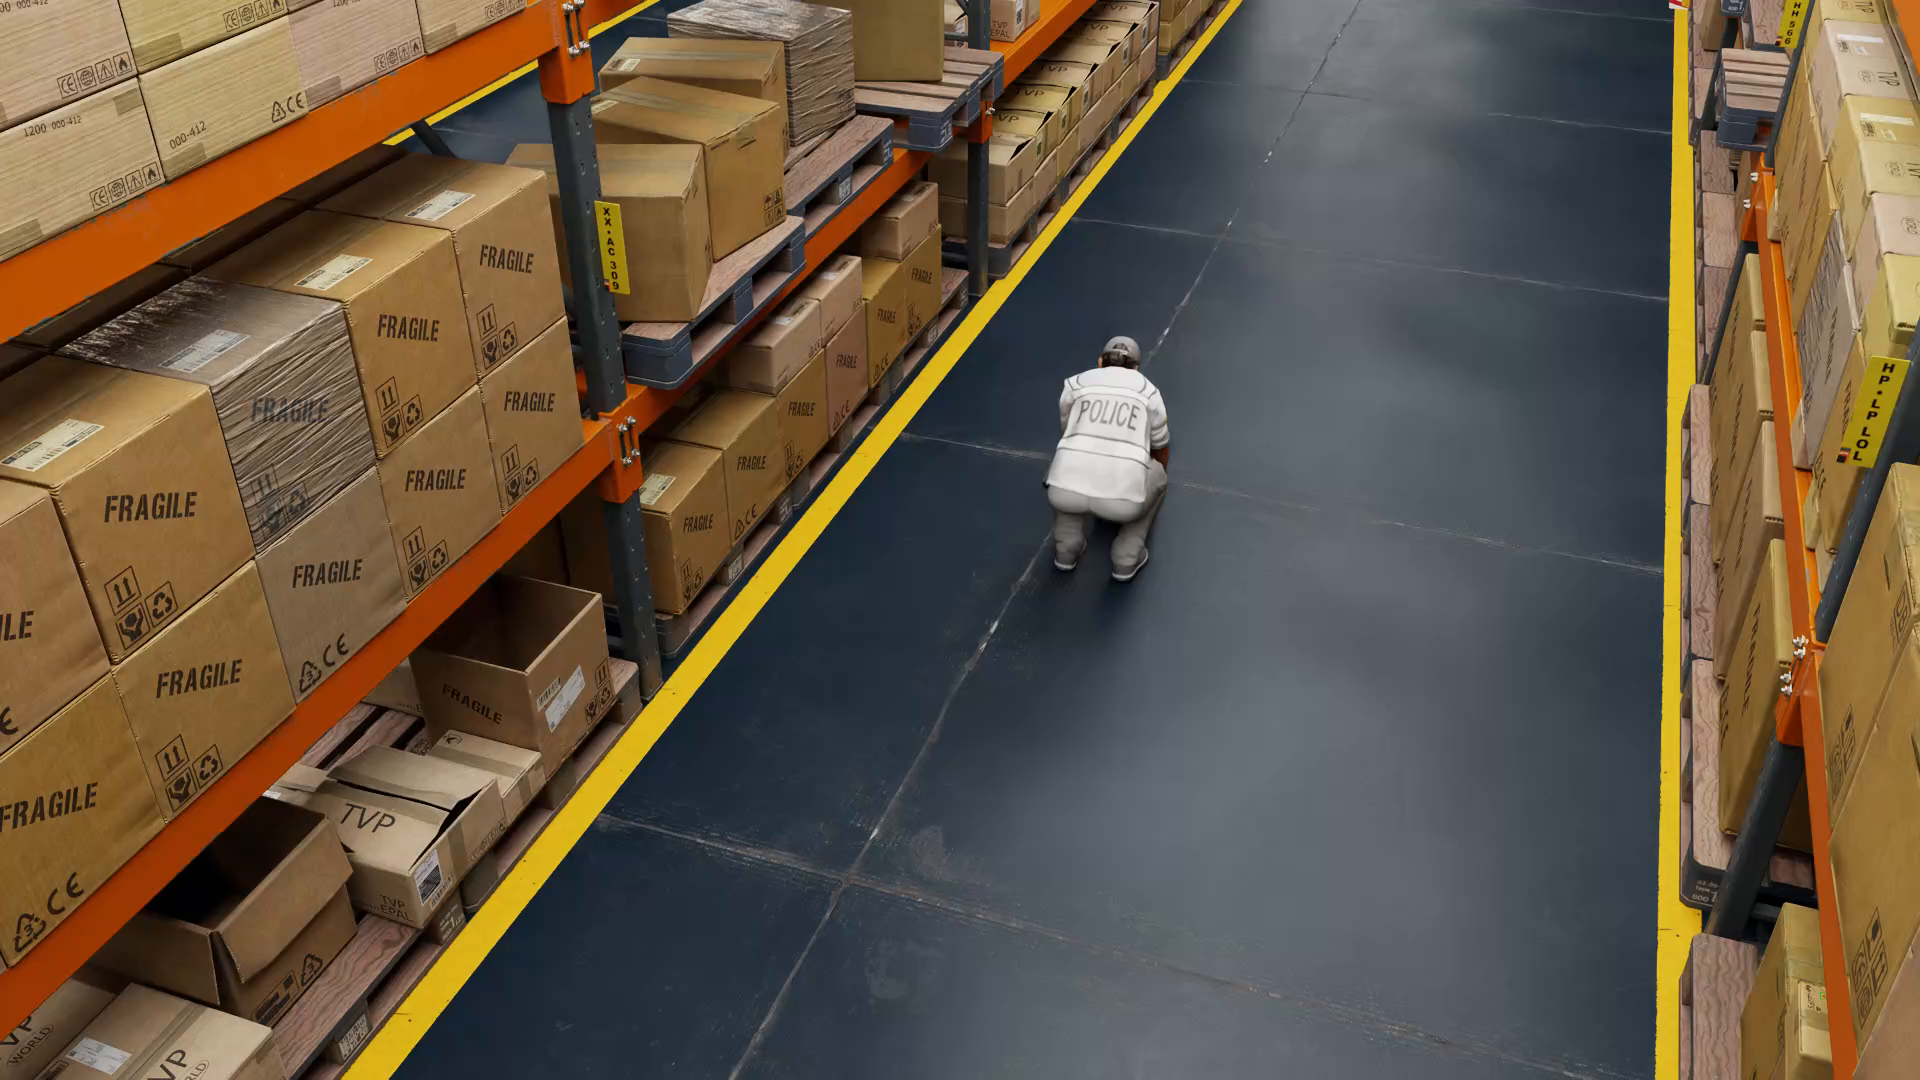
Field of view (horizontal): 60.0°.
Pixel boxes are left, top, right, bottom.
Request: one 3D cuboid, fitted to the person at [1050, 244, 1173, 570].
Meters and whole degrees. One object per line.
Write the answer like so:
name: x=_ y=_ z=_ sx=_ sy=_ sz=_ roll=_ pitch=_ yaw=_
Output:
person: x=0.685 y=-0.580 z=7.265 sx=0.459 sy=1.246 sz=0.875 roll=10 pitch=35 yaw=15
